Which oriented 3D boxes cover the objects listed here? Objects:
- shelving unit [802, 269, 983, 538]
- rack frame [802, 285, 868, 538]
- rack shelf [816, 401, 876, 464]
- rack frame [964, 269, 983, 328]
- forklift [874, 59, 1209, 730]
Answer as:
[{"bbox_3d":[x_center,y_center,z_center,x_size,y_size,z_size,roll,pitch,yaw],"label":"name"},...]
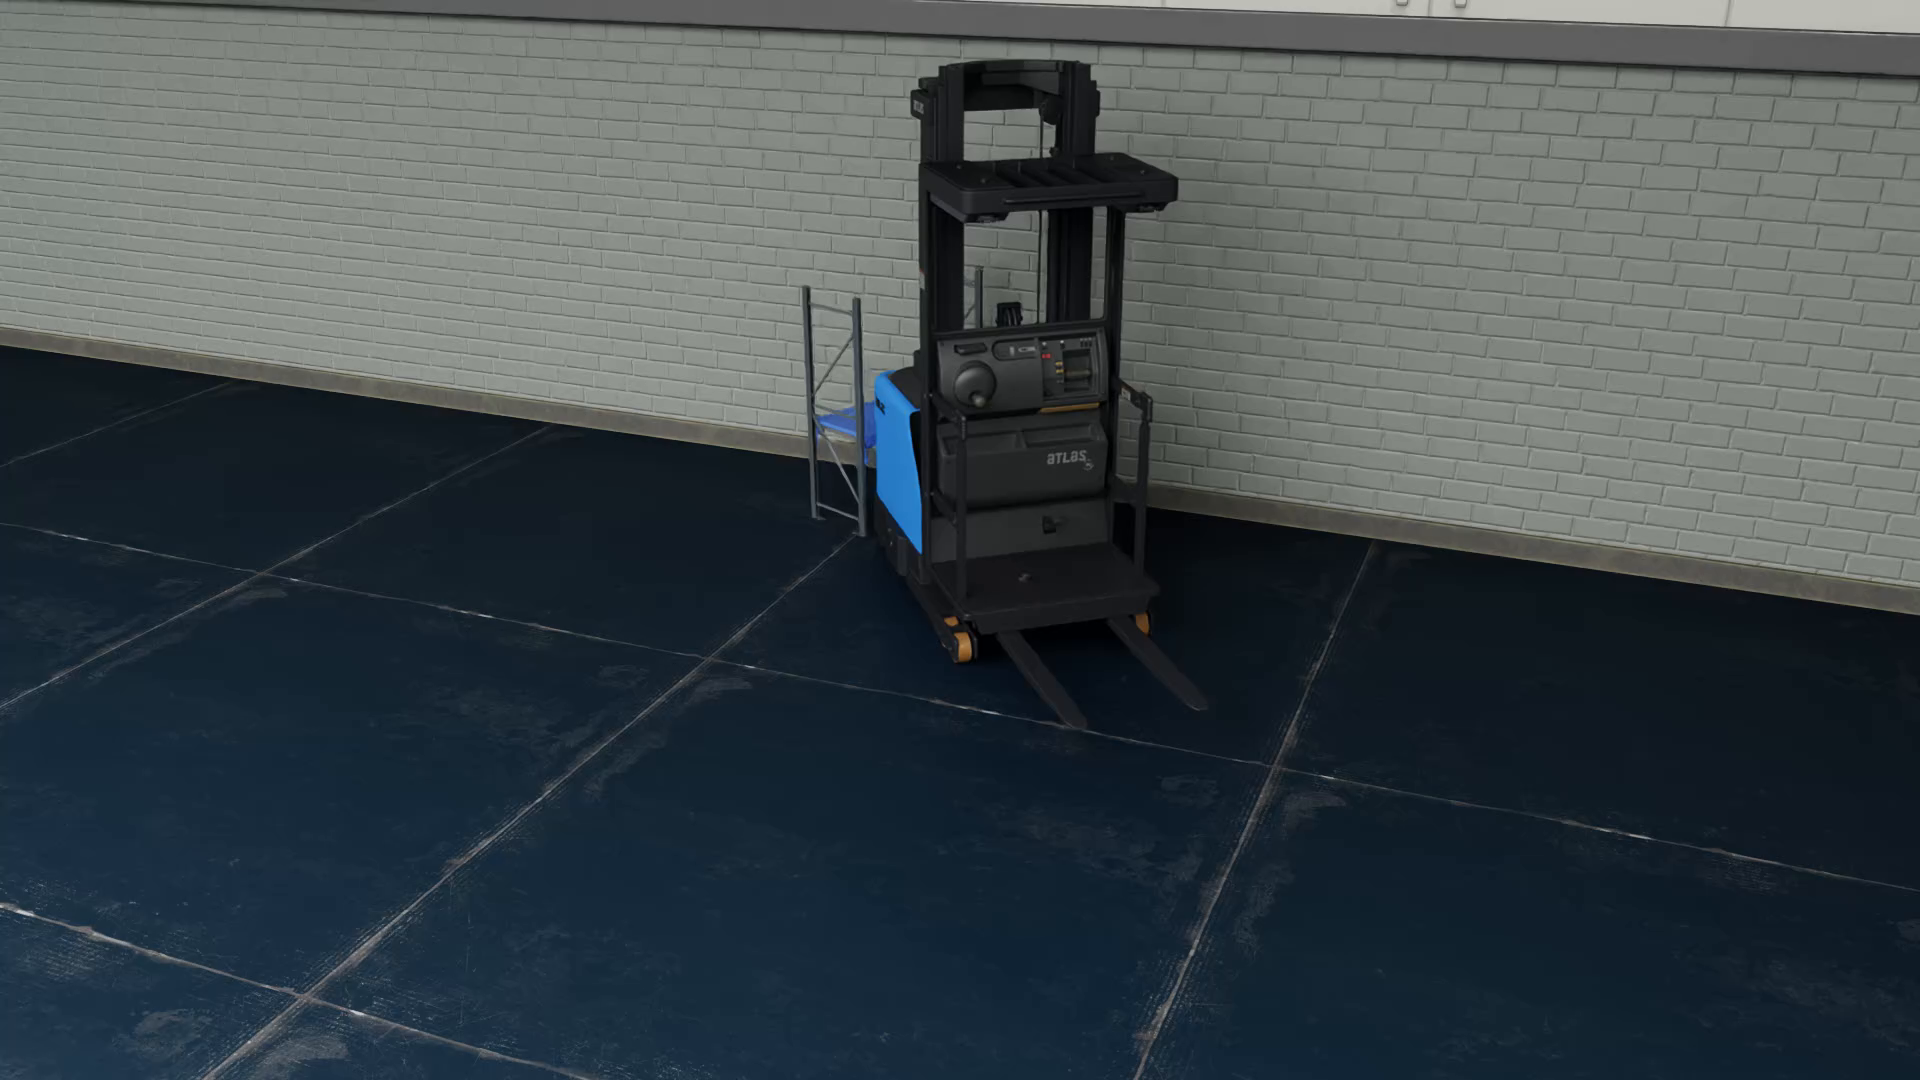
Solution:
[{"bbox_3d":[-0.402,-0.914,10.479,1.048,1.500,0.538,-21,30,-41],"label":"shelving unit"},{"bbox_3d":[-0.762,-0.778,10.147,0.032,1.500,0.500,-21,30,-41],"label":"rack frame"},{"bbox_3d":[-0.401,-0.748,10.546,1.000,0.185,0.538,-21,30,-41],"label":"rack shelf"},{"bbox_3d":[-0.041,-1.051,10.810,0.032,1.500,0.500,-21,30,-41],"label":"rack frame"},{"bbox_3d":[0.400,-0.878,8.548,1.130,2.935,3.031,-7,24,-16],"label":"forklift"}]
